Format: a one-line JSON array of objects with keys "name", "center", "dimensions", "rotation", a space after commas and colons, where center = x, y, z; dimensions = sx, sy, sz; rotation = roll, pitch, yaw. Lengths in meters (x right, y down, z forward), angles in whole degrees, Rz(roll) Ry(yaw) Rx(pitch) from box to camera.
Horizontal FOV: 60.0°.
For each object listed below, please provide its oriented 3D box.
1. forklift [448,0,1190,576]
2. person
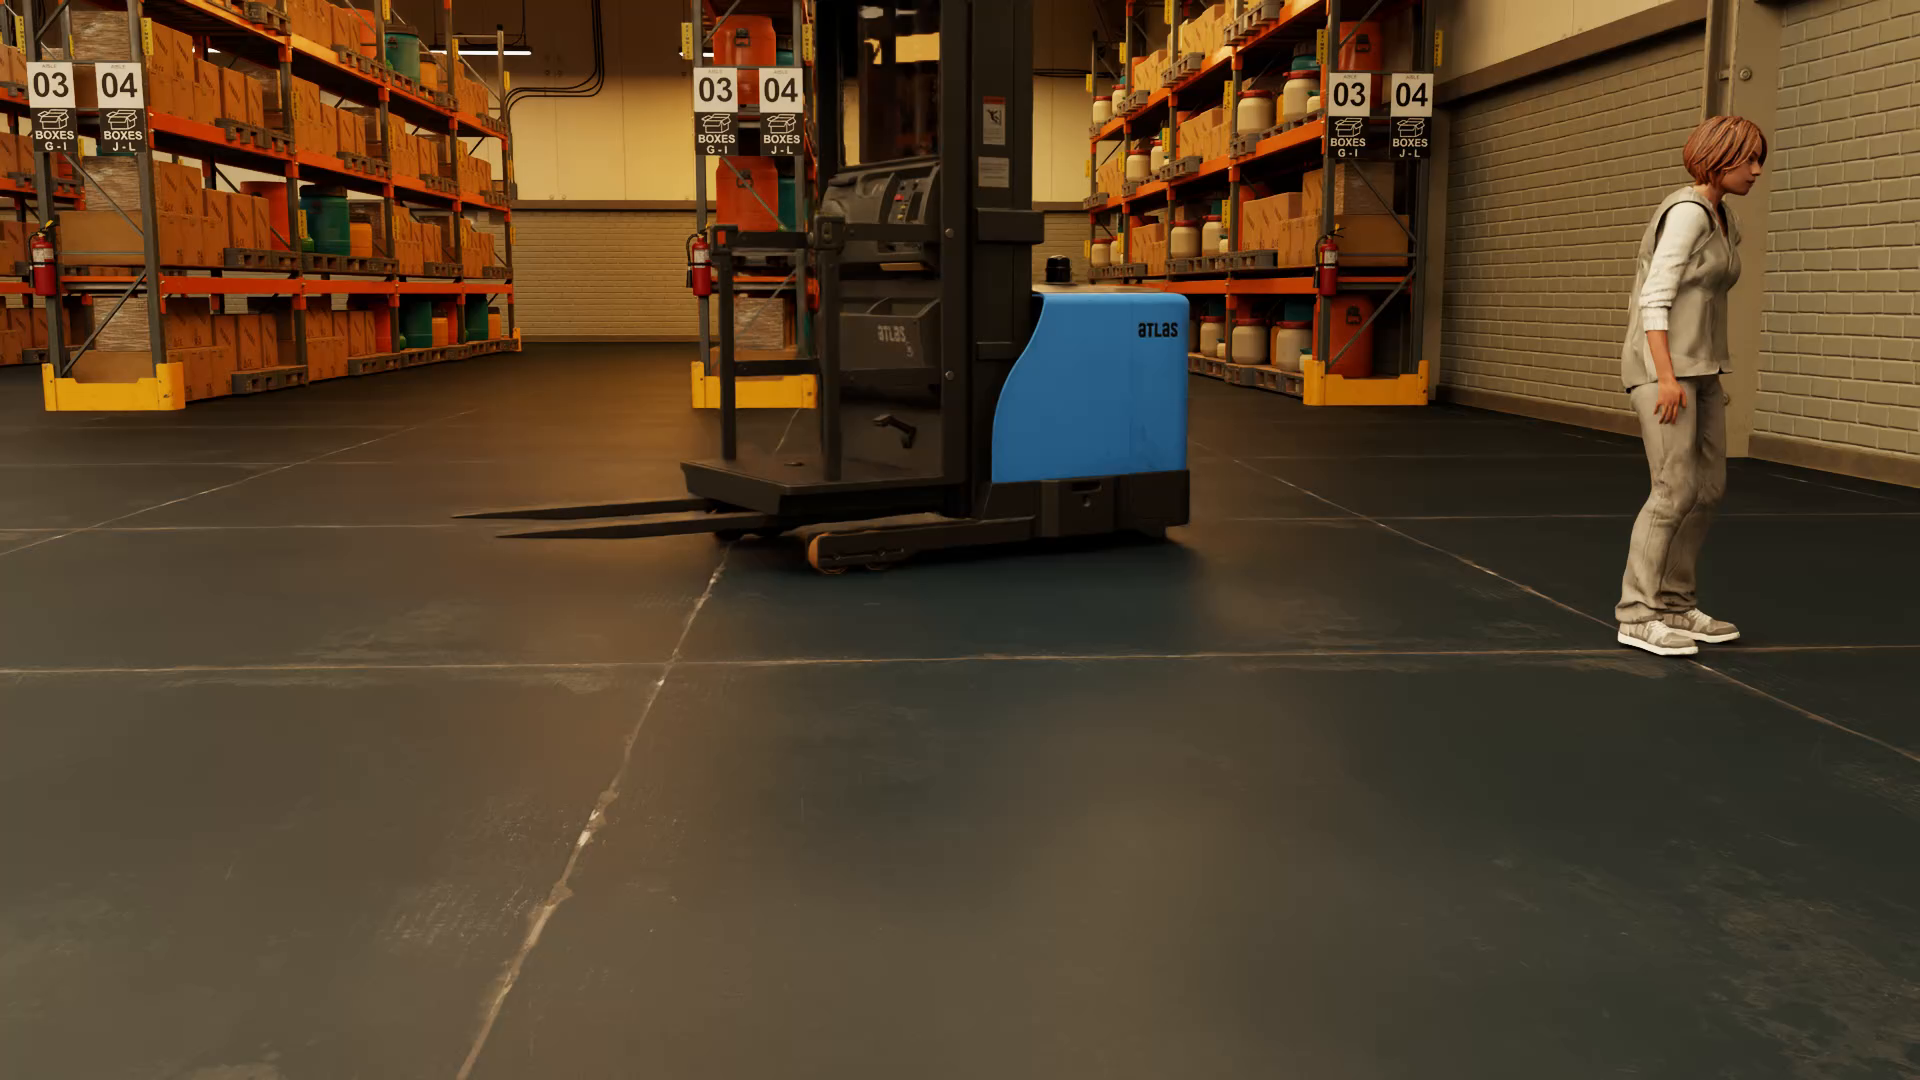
[{"name": "forklift", "center": [-0.520, -1.401, 6.765], "dimensions": [3.031, 2.935, 1.130], "rotation": [-5, 10, -31]}, {"name": "person", "center": [2.203, -0.469, 5.051], "dimensions": [0.347, 1.592, 0.473], "rotation": [8, 12, 43]}]
